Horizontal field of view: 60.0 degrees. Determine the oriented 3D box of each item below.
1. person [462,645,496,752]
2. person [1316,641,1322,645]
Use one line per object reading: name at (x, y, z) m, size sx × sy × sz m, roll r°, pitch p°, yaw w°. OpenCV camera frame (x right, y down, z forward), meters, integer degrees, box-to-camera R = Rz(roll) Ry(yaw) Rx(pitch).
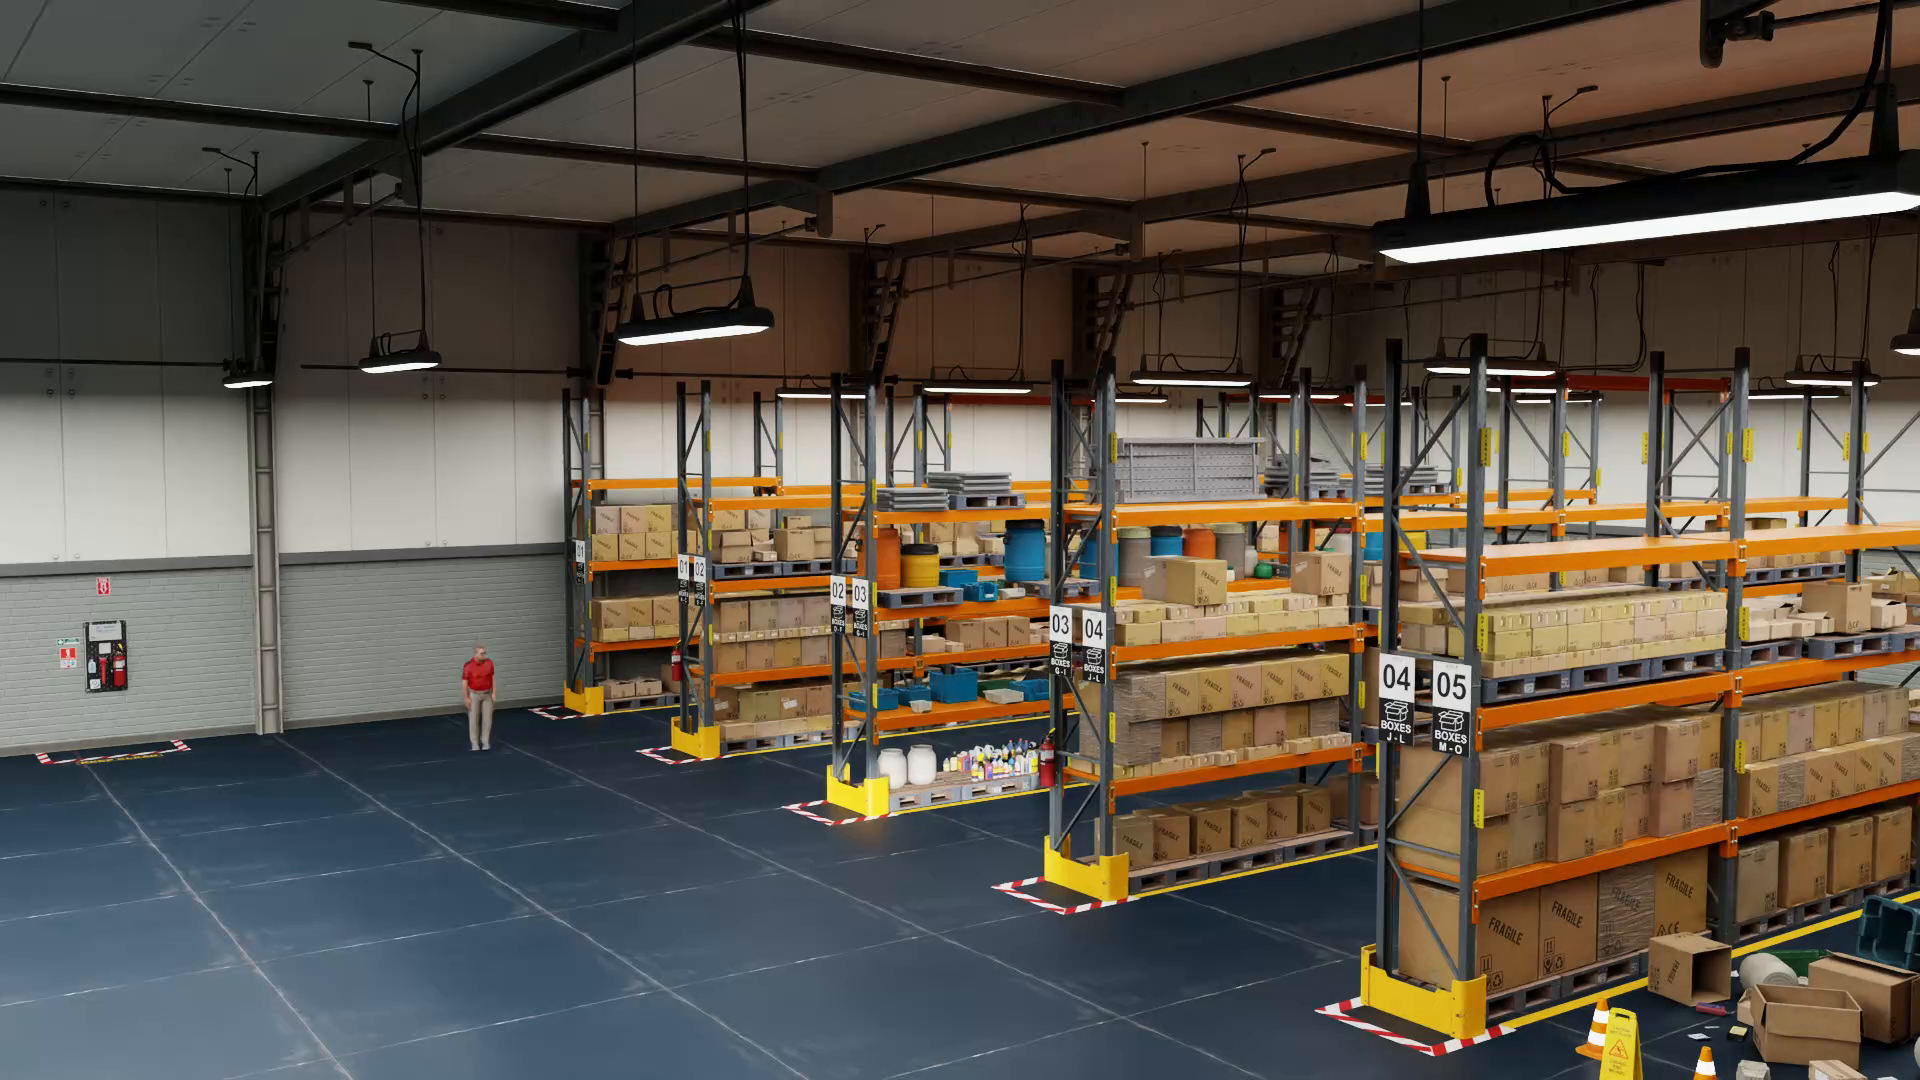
person at (-7.842, 2.569, 27.118) m, size 0.567 × 1.735 × 0.392 m, roll -3°, pitch 5°, yaw -39°
person at (8.210, 1.883, 37.441) m, size 0.859 × 1.768 × 0.648 m, roll 2°, pitch 4°, yaw 25°
